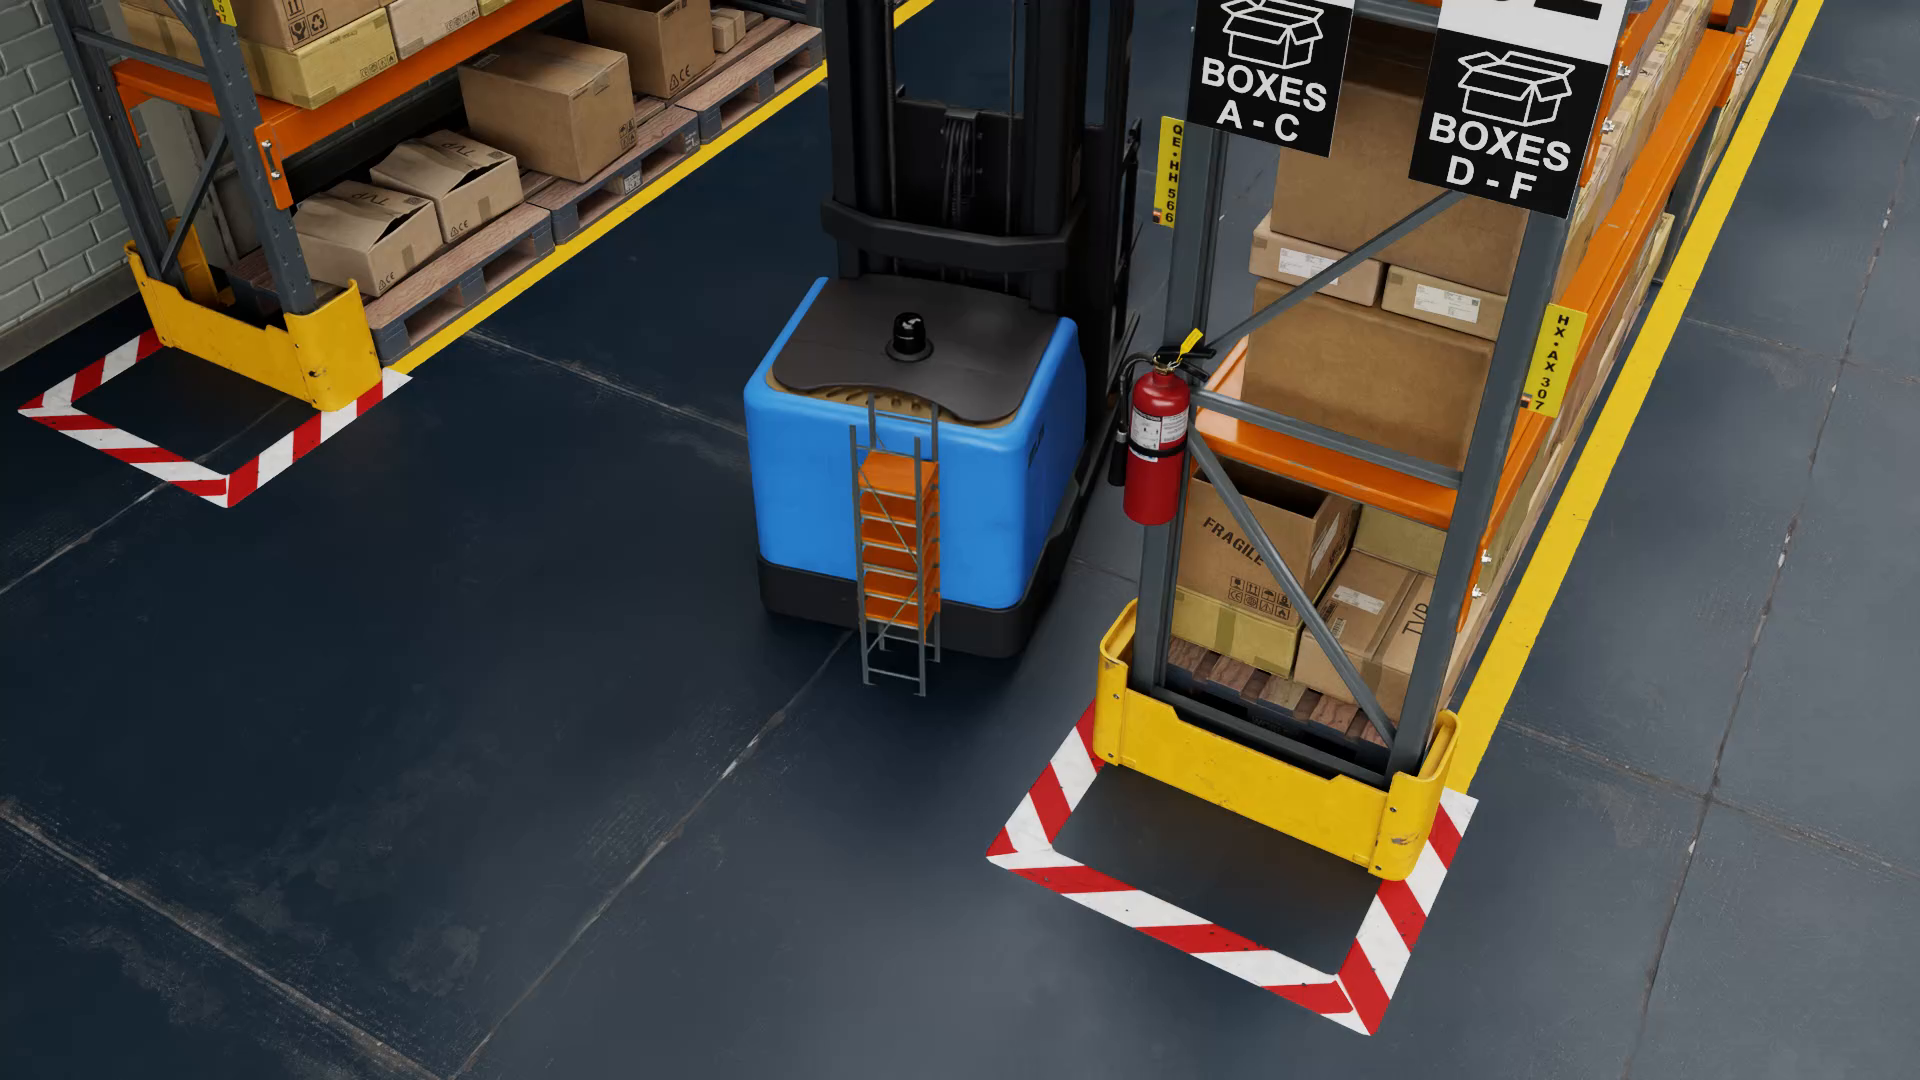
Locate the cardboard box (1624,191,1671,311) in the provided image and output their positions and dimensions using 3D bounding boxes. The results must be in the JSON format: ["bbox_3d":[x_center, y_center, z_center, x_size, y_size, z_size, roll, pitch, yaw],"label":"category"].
[{"bbox_3d":[2.749,-1.368,7.229,0.500,0.500,0.500,21,45,22],"label":"cardboard box"}]

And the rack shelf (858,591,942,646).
[{"bbox_3d":[-0.215,0.257,5.980,0.258,0.103,0.180,11,43,12],"label":"rack shelf"}]

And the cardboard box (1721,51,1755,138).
[{"bbox_3d":[3.729,-2.356,8.494,0.500,0.311,0.500,20,45,22],"label":"cardboard box"}]

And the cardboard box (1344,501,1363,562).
[{"bbox_3d":[1.302,-0.112,6.371,0.500,0.250,0.500,21,45,22],"label":"cardboard box"}]

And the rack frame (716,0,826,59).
[{"bbox_3d":[-1.239,-4.217,9.269,1.000,3.000,0.127,21,45,22],"label":"rack frame"}]

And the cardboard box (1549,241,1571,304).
[{"bbox_3d":[1.553,-0.894,5.420,0.700,0.500,0.500,22,46,23],"label":"cardboard box"}]

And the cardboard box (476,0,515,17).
[{"bbox_3d":[-2.214,-2.645,7.582,0.500,0.250,0.500,20,45,21],"label":"cardboard box"}]

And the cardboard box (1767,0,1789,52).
[{"bbox_3d":[4.492,-3.031,9.685,0.500,0.250,0.500,22,46,23],"label":"cardboard box"}]

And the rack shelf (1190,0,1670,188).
[{"bbox_3d":[2.051,-2.292,5.358,1.077,0.370,4.000,21,45,22],"label":"rack shelf"}]

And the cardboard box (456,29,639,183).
[{"bbox_3d":[-2.121,-2.251,8.595,0.700,0.500,0.500,18,45,19],"label":"cardboard box"}]

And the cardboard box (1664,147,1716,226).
[{"bbox_3d":[3.468,-1.855,8.350,0.500,0.250,0.500,20,45,21],"label":"cardboard box"}]

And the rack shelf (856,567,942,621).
[{"bbox_3d":[-0.215,0.167,5.901,0.258,0.103,0.180,11,43,12],"label":"rack shelf"}]

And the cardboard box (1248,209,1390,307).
[{"bbox_3d":[1.076,-0.855,4.884,0.380,0.149,0.250,20,45,21],"label":"cardboard box"}]

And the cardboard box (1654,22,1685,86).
[{"bbox_3d":[2.334,-1.756,5.908,0.380,0.149,0.250,22,46,23],"label":"cardboard box"}]

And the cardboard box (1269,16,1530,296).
[{"bbox_3d":[1.321,-1.110,4.683,0.700,0.500,0.500,21,46,22],"label":"cardboard box"}]

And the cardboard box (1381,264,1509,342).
[{"bbox_3d":[1.433,-0.726,4.739,0.380,0.149,0.250,21,45,22],"label":"cardboard box"}]

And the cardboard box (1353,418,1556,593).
[{"bbox_3d":[1.760,-0.219,5.925,0.500,0.500,0.500,21,45,22],"label":"cardboard box"}]

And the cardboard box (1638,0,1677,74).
[{"bbox_3d":[2.082,-1.988,5.680,0.700,0.500,0.500,21,46,22],"label":"cardboard box"}]

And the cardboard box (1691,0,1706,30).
[{"bbox_3d":[2.590,-2.054,6.246,0.380,0.149,0.250,21,45,22],"label":"cardboard box"}]

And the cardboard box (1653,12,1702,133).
[{"bbox_3d":[2.577,-2.058,6.742,0.700,0.500,0.500,20,45,22],"label":"cardboard box"}]

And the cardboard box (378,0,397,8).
[{"bbox_3d":[-2.486,-2.614,6.980,0.500,0.500,0.500,21,46,22],"label":"cardboard box"}]

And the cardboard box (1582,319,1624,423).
[{"bbox_3d":[2.513,-0.795,7.146,0.500,0.250,0.500,21,45,22],"label":"cardboard box"}]

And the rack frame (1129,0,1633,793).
[{"bbox_3d":[1.050,-0.292,4.812,1.000,3.000,0.127,21,45,22],"label":"rack frame"}]

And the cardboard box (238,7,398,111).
[{"bbox_3d":[-2.722,-2.054,6.911,0.500,0.250,0.500,20,45,21],"label":"cardboard box"}]

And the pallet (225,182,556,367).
[{"bbox_3d":[-2.765,-1.378,8.155,1.003,0.211,1.213,21,45,22],"label":"pallet"}]

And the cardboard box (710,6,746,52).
[{"bbox_3d":[-1.481,-3.003,9.701,0.380,0.166,0.250,15,44,17],"label":"cardboard box"}]

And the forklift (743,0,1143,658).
[{"bbox_3d":[0.144,-1.649,6.404,1.130,2.935,3.031,11,43,12],"label":"forklift"}]

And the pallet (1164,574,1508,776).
[{"bbox_3d":[1.397,0.303,6.246,1.003,0.211,1.213,21,45,22],"label":"pallet"}]

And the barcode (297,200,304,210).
[{"bbox_3d":[-3.154,-1.596,7.988,0.001,0.075,0.075,21,45,22],"label":"barcode"}]

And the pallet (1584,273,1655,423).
[{"bbox_3d":[2.618,-1.093,7.831,1.003,0.211,1.213,21,45,22],"label":"pallet"}]

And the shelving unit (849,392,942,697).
[{"bbox_3d":[-0.215,0.044,5.792,0.258,1.200,0.189,11,43,12],"label":"shelving unit"}]

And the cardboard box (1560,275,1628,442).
[{"bbox_3d":[2.264,-0.790,6.573,0.500,0.500,0.500,21,45,22],"label":"cardboard box"}]

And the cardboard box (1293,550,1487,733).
[{"bbox_3d":[1.511,0.349,5.847,0.500,0.250,0.500,21,45,22],"label":"cardboard box"}]

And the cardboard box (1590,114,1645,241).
[{"bbox_3d":[2.067,-1.479,6.084,0.700,0.500,0.500,22,46,23],"label":"cardboard box"}]

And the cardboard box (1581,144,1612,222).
[{"bbox_3d":[1.817,-1.164,5.236,0.380,0.149,0.250,20,45,21],"label":"cardboard box"}]

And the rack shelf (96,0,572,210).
[{"bbox_3d":[-2.240,-2.803,8.207,1.077,0.370,4.000,21,45,22],"label":"rack shelf"}]

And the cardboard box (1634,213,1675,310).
[{"bbox_3d":[3.009,-1.369,7.798,0.500,0.250,0.500,21,45,22],"label":"cardboard box"}]

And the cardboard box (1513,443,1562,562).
[{"bbox_3d":[2.009,-0.224,6.498,0.500,0.250,0.500,21,45,22],"label":"cardboard box"}]

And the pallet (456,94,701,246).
[{"bbox_3d":[-2.154,-2.074,8.945,1.003,0.211,1.213,21,45,22],"label":"pallet"}]

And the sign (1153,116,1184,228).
[{"bbox_3d":[0.587,-1.003,4.564,0.100,0.325,0.005,21,45,22],"label":"sign"}]

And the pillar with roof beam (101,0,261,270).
[{"bbox_3d":[0.088,-3.442,3.850,9.100,9.000,0.400,21,45,22],"label":"pillar with roof beam"}]

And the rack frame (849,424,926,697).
[{"bbox_3d":[-0.241,0.102,5.726,0.240,1.200,0.006,11,43,12],"label":"rack frame"}]

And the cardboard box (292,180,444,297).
[{"bbox_3d":[-2.816,-1.450,7.829,0.500,0.311,0.500,16,44,17],"label":"cardboard box"}]

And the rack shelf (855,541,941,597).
[{"bbox_3d":[-0.215,0.077,5.822,0.258,0.103,0.180,11,43,12],"label":"rack shelf"}]

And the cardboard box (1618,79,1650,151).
[{"bbox_3d":[2.076,-1.464,5.576,0.380,0.149,0.250,20,45,22],"label":"cardboard box"}]

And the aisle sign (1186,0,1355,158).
[{"bbox_3d":[0.763,-1.327,4.020,0.394,0.787,0.004,21,45,22],"label":"aisle sign"}]

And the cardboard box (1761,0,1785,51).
[{"bbox_3d":[4.242,-2.951,9.170,0.500,0.311,0.500,22,46,23],"label":"cardboard box"}]

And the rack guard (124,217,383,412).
[{"bbox_3d":[-3.203,-1.034,7.545,1.175,0.500,0.348,21,45,22],"label":"rack guard"}]

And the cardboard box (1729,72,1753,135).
[{"bbox_3d":[3.982,-2.445,9.019,0.500,0.250,0.500,20,45,21],"label":"cardboard box"}]
